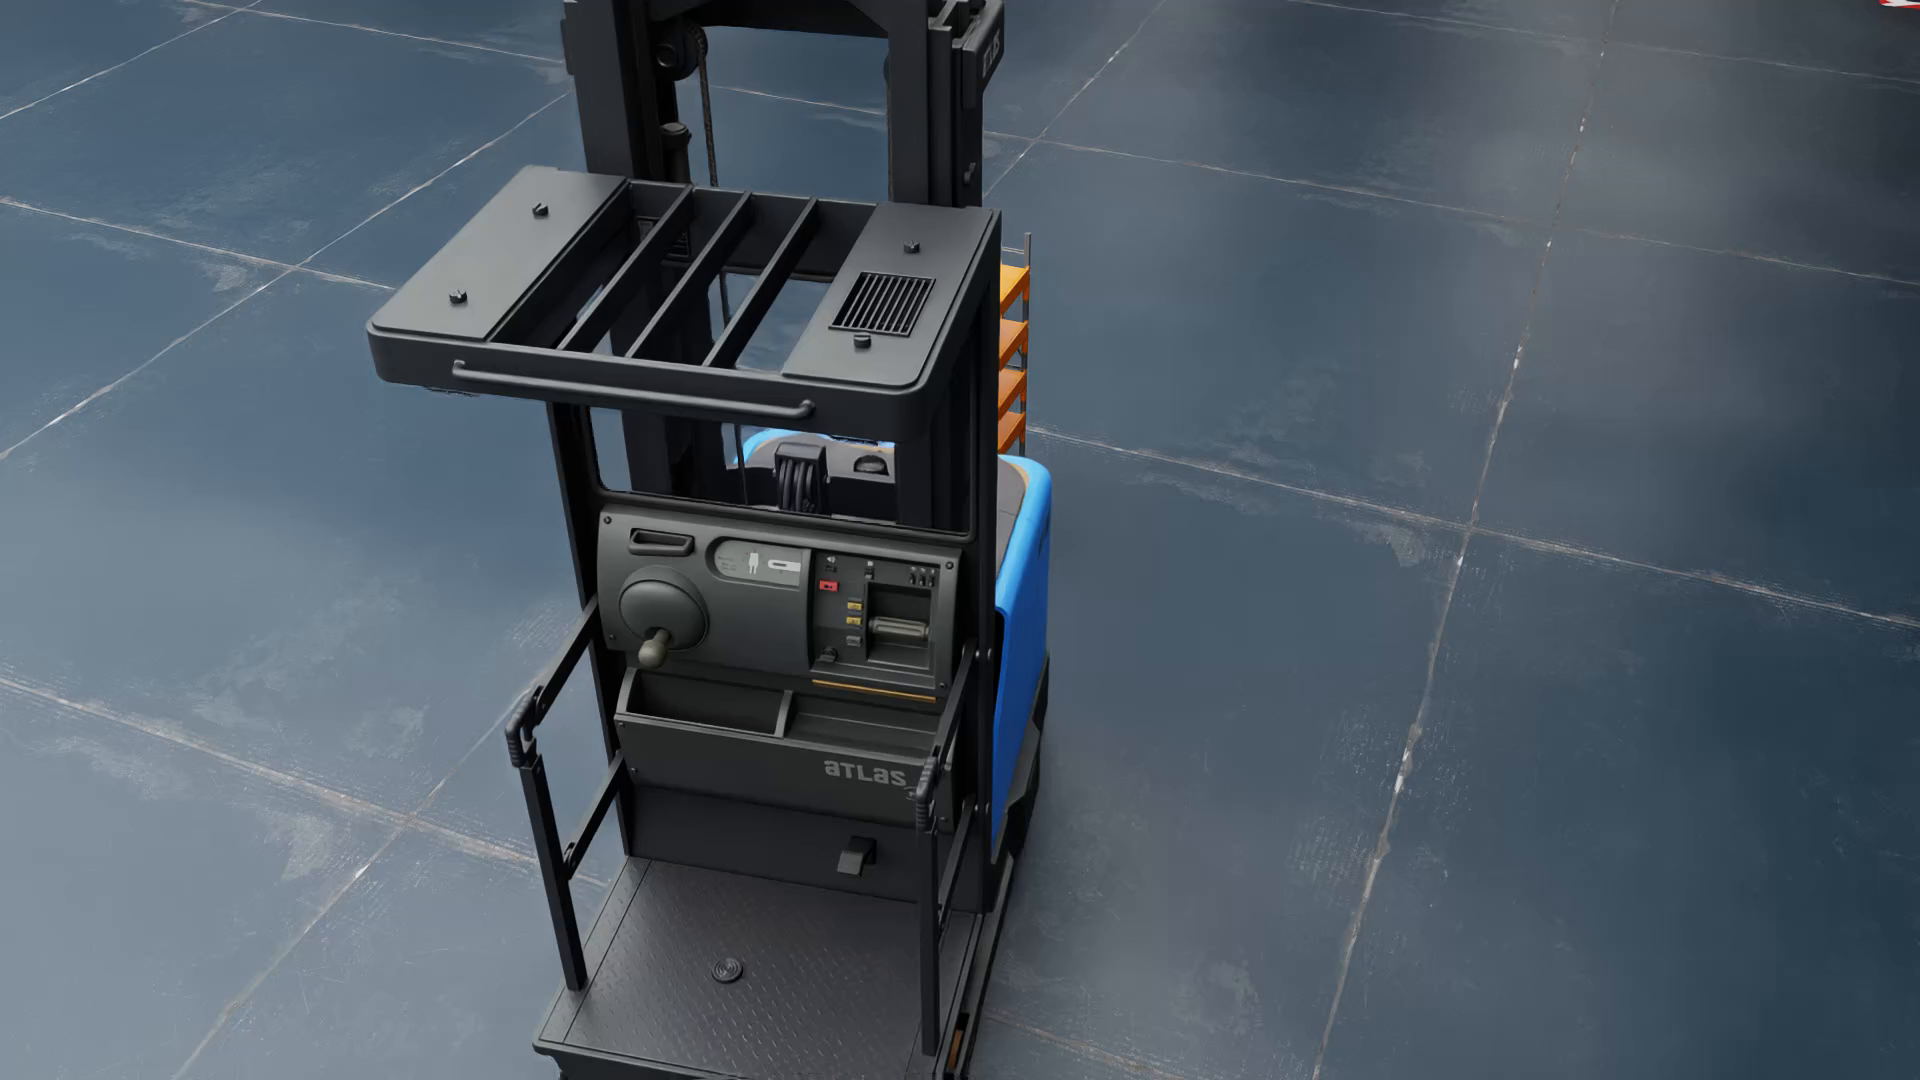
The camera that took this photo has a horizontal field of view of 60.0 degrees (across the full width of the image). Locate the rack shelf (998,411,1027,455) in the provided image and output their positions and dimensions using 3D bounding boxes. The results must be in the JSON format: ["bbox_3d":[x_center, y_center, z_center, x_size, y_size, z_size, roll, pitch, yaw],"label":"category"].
[{"bbox_3d":[0.063,-0.359,6.673,0.258,0.148,0.480,14,39,18],"label":"rack shelf"}]

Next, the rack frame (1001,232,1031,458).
[{"bbox_3d":[0.156,-0.707,6.694,0.240,1.200,0.015,14,39,18],"label":"rack frame"}]

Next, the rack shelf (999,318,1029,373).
[{"bbox_3d":[0.063,-0.698,6.420,0.258,0.148,0.480,14,39,18],"label":"rack shelf"}]

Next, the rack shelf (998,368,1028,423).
[{"bbox_3d":[0.063,-0.518,6.554,0.258,0.148,0.480,14,39,18],"label":"rack shelf"}]

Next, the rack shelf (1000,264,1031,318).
[{"bbox_3d":[0.063,-0.887,6.278,0.258,0.148,0.480,14,39,18],"label":"rack shelf"}]

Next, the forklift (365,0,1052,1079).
[{"bbox_3d":[-0.505,0.229,3.995,1.130,2.935,3.031,7,37,10],"label":"forklift"}]

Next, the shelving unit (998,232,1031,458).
[{"bbox_3d":[0.063,-0.572,6.513,0.258,1.200,0.503,14,39,18],"label":"shelving unit"}]
